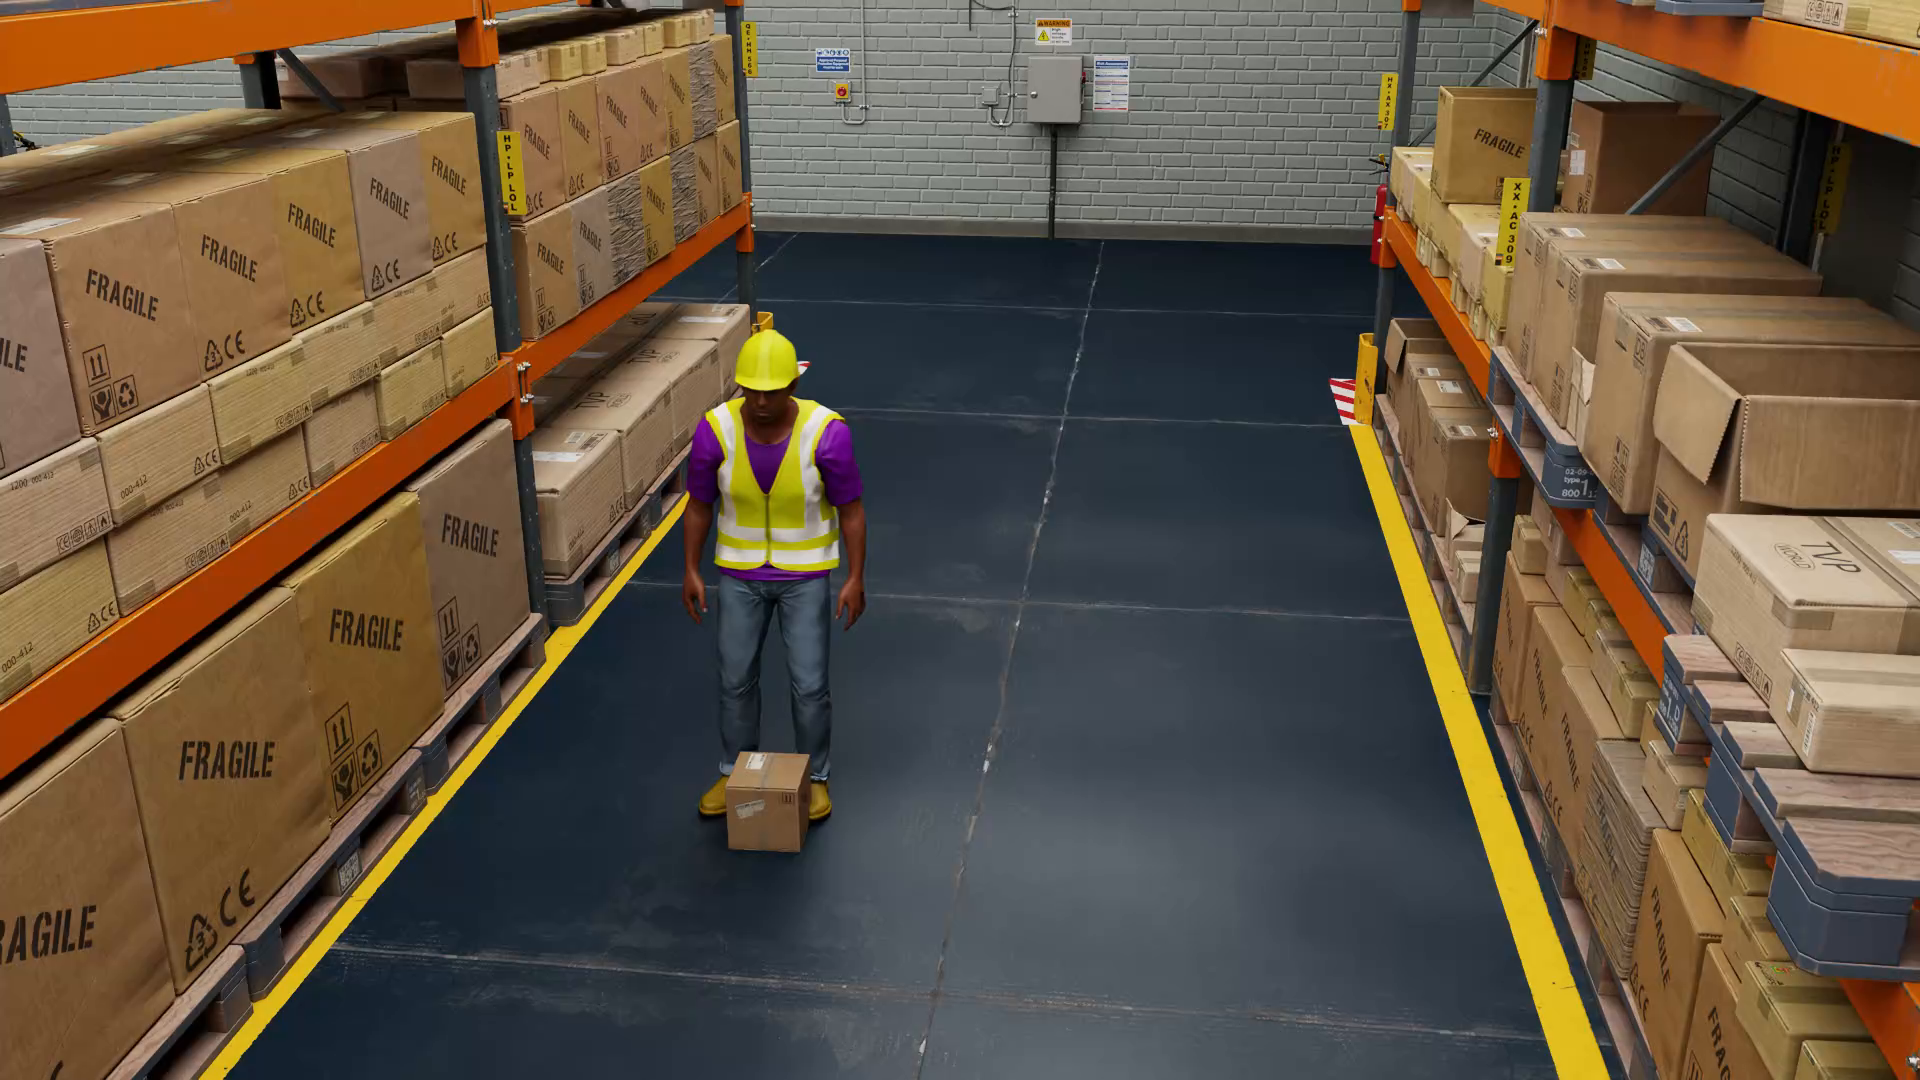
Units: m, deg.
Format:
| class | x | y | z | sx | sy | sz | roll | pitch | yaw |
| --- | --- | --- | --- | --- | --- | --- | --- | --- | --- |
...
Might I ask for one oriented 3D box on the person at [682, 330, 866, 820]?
| class | x | y | z | sx | sy | sz | roll | pitch | yaw |
| --- | --- | --- | --- | --- | --- | --- | --- | --- | --- |
| person | -0.641 | 0.129 | 5.726 | 0.637 | 1.757 | 0.460 | 2 | 21 | 5 |
